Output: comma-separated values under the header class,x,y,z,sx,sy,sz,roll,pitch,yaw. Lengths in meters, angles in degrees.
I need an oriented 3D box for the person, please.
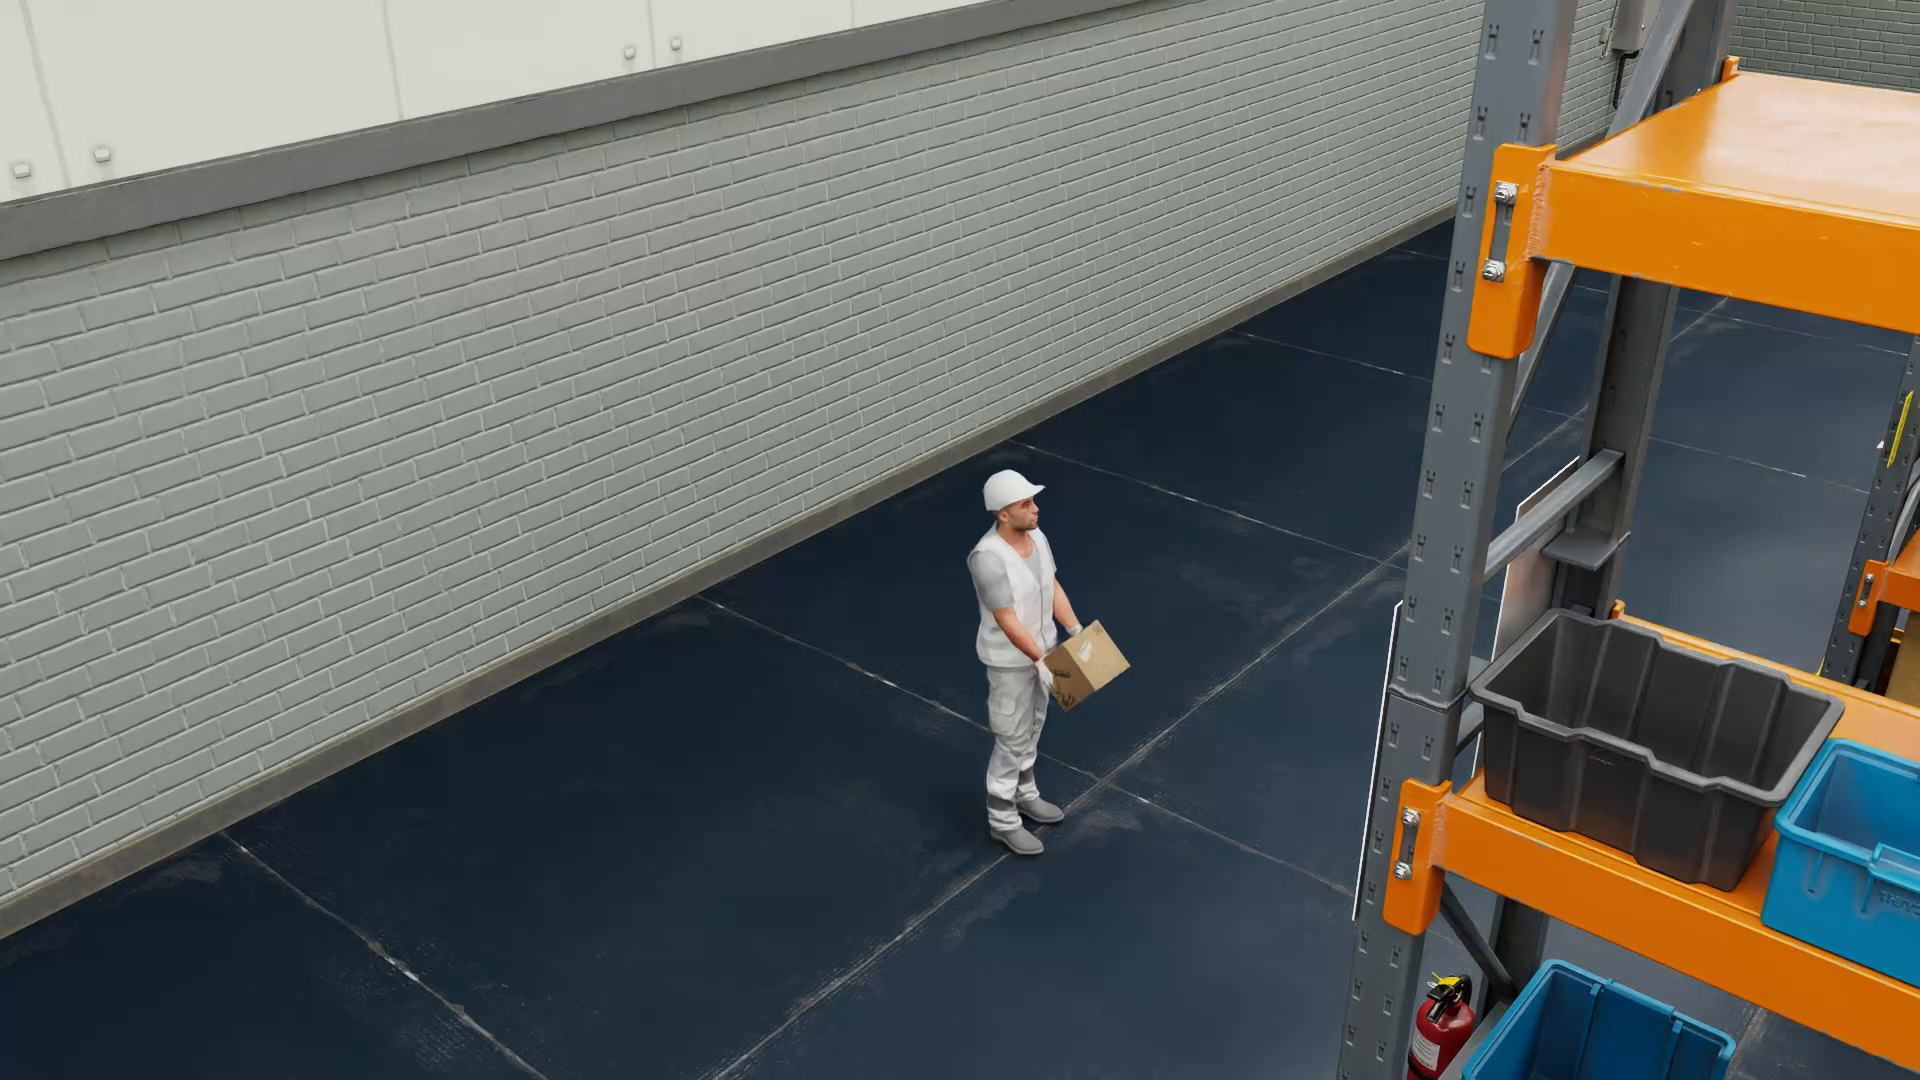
class,x,y,z,sx,sy,sz,roll,pitch,yaw
person,0.335,0.546,7.520,0.546,1.793,0.527,15,31,27
